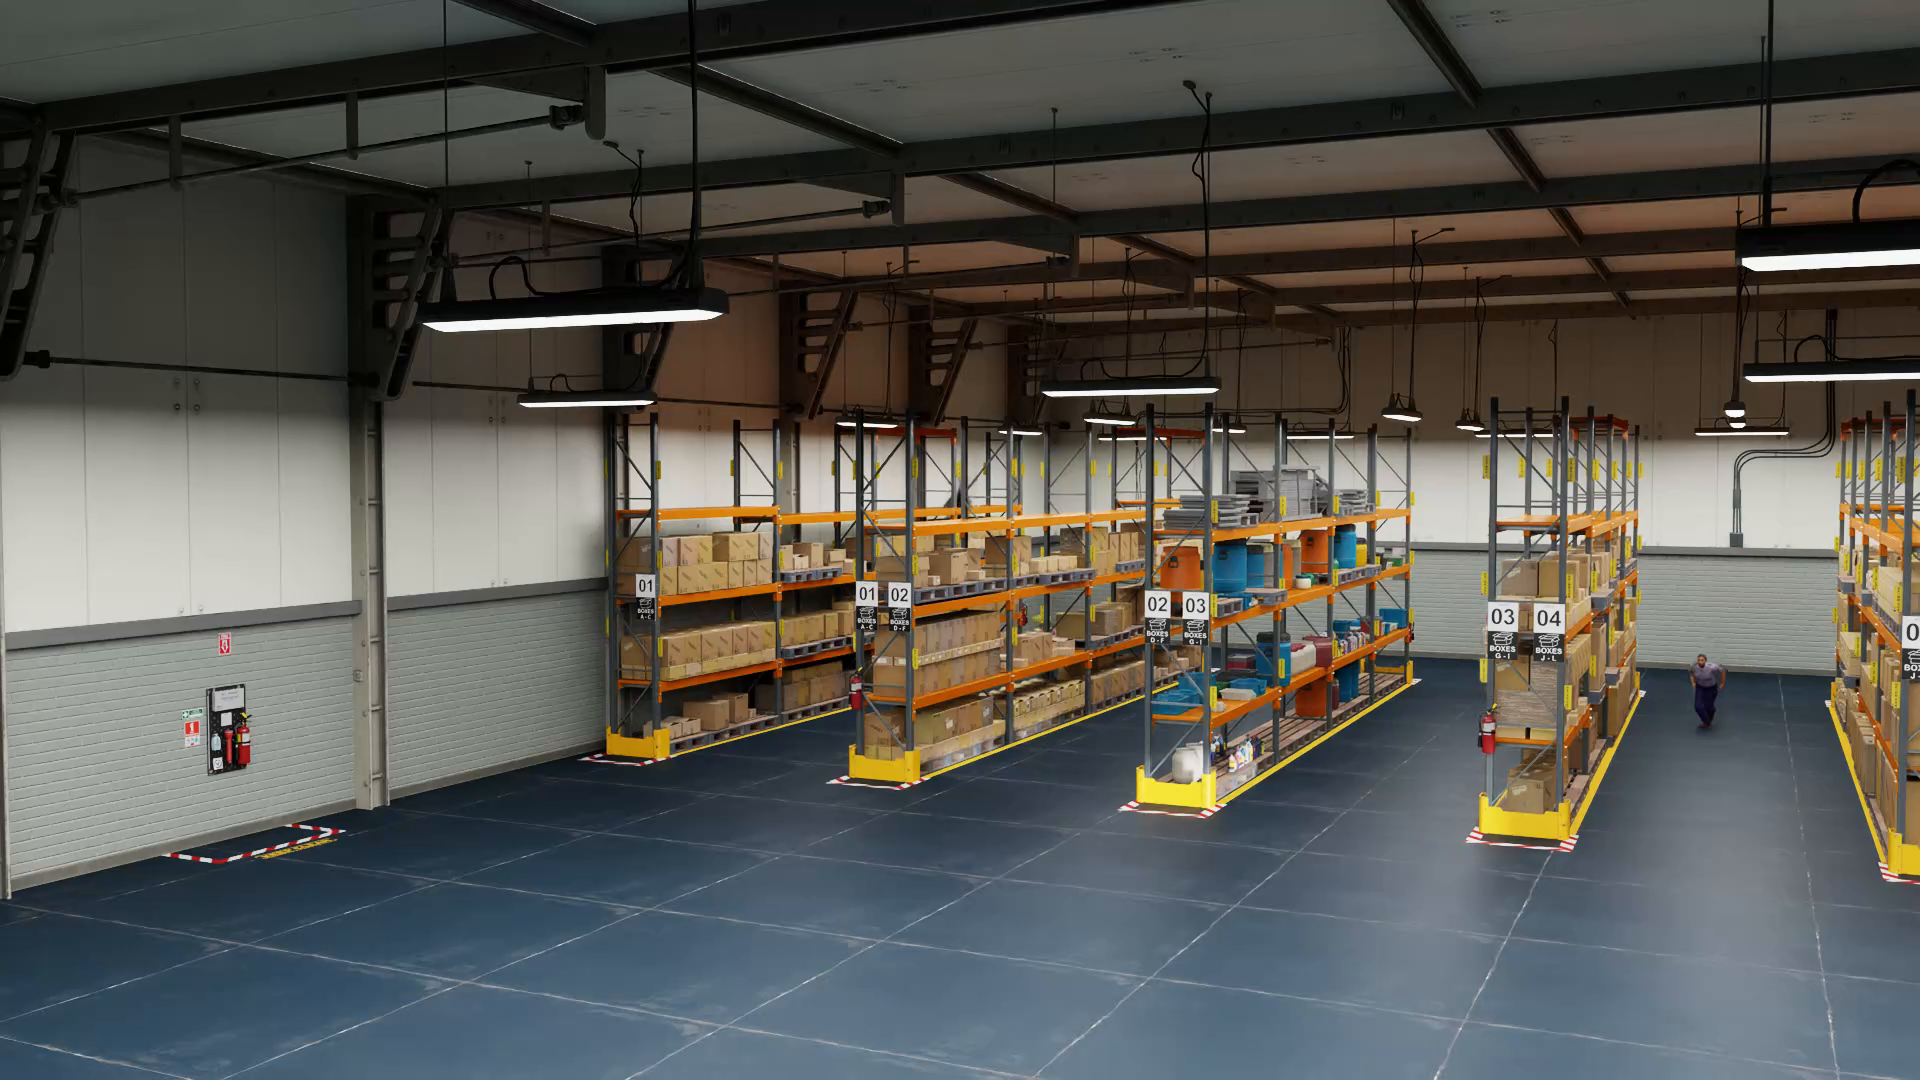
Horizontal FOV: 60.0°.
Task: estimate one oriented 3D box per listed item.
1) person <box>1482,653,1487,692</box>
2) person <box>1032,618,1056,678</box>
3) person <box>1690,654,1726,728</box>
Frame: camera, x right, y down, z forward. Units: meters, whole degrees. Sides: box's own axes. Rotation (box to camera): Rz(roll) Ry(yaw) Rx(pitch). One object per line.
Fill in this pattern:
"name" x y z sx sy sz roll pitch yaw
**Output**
"person" 11.851 2.573 36.810 0.770 1.751 0.552 2 3 44
"person" 1.899 2.570 37.387 0.655 1.730 0.594 0 2 -5
"person" 14.470 2.916 32.169 0.626 1.483 0.807 2 3 40
